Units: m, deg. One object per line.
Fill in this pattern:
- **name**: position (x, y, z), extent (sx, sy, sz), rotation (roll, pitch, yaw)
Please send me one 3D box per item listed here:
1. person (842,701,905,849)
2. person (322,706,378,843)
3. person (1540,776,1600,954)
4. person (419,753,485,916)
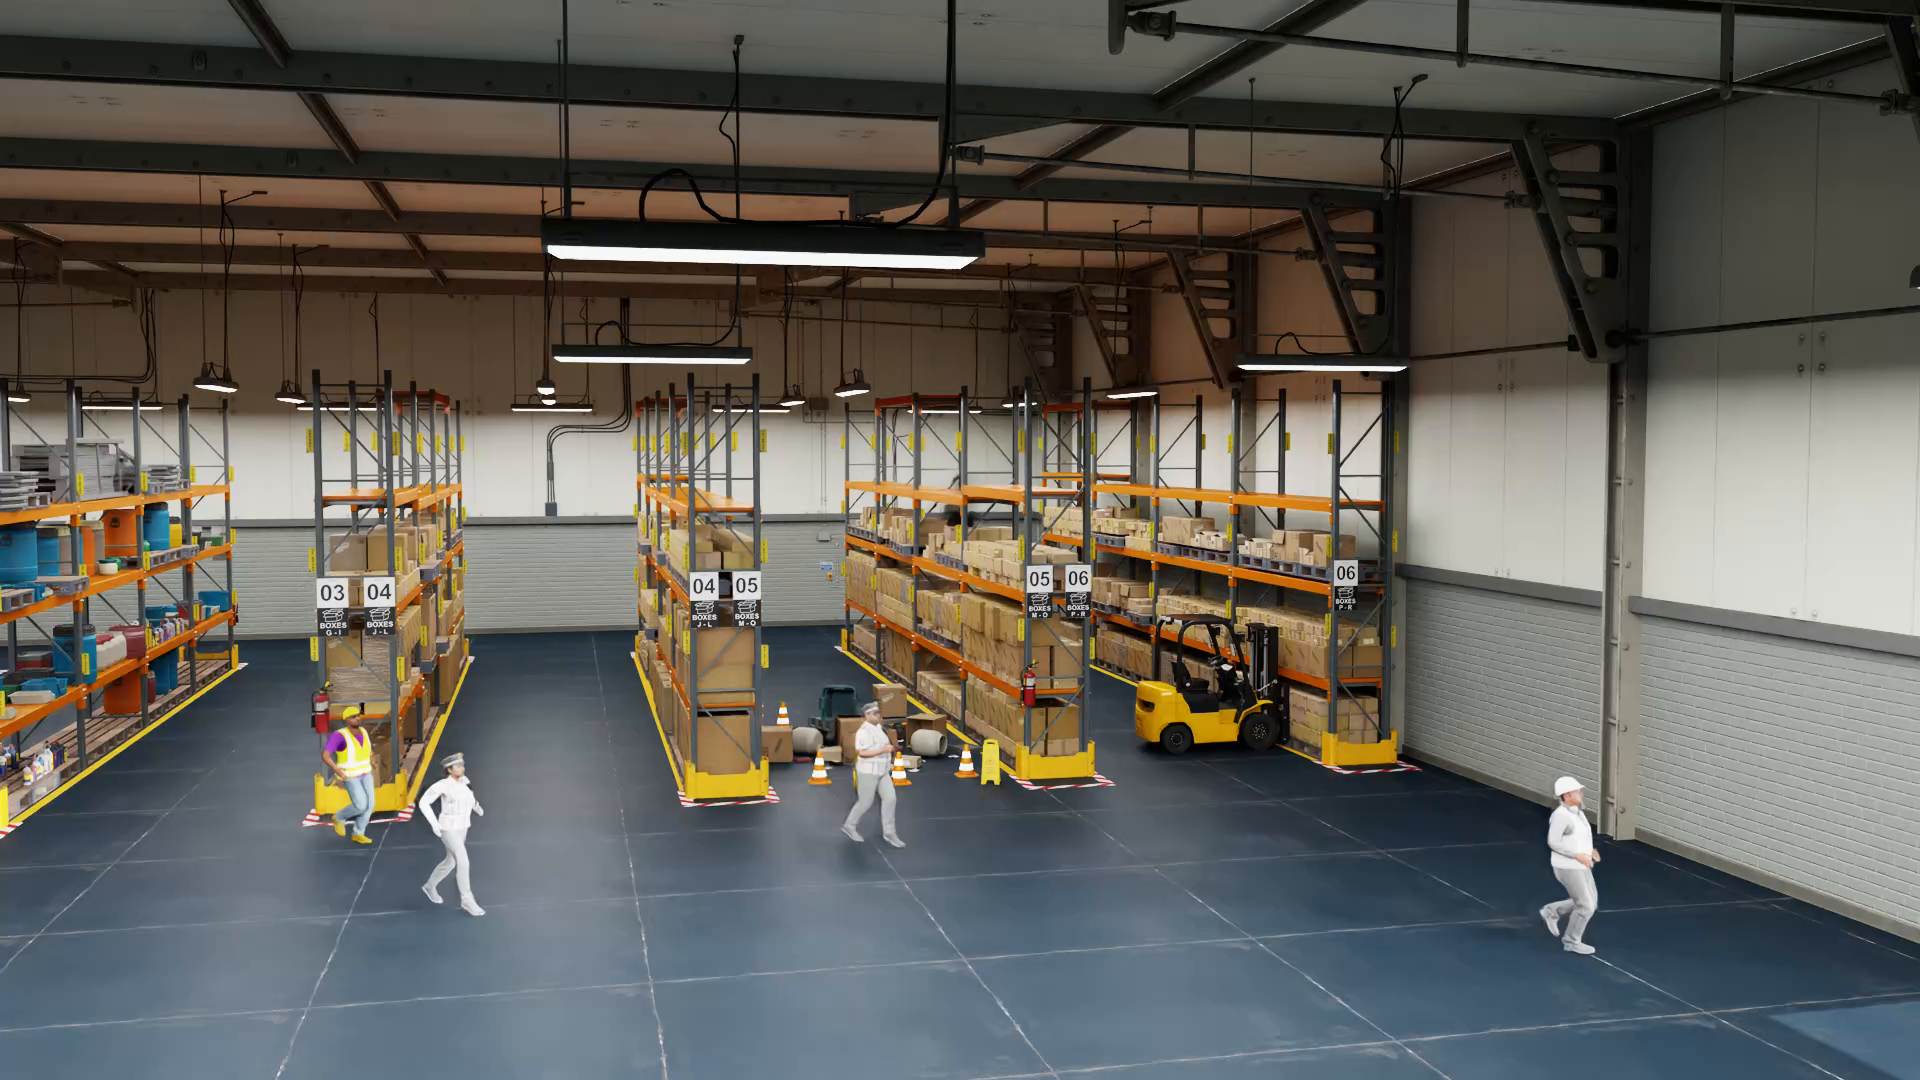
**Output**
- **person**: position (-1.087, 2.908, 20.690), extent (0.823, 1.825, 0.647), rotation (2, 4, 30)
- **person**: position (-7.620, 2.944, 20.872), extent (0.561, 1.716, 0.718), rotation (2, 4, 28)
- **person**: position (6.006, 3.192, 16.399), extent (0.612, 1.720, 0.657), rotation (3, 4, 38)
- **person**: position (-5.428, 3.120, 17.834), extent (0.835, 1.715, 0.610), rotation (1, 3, 19)
